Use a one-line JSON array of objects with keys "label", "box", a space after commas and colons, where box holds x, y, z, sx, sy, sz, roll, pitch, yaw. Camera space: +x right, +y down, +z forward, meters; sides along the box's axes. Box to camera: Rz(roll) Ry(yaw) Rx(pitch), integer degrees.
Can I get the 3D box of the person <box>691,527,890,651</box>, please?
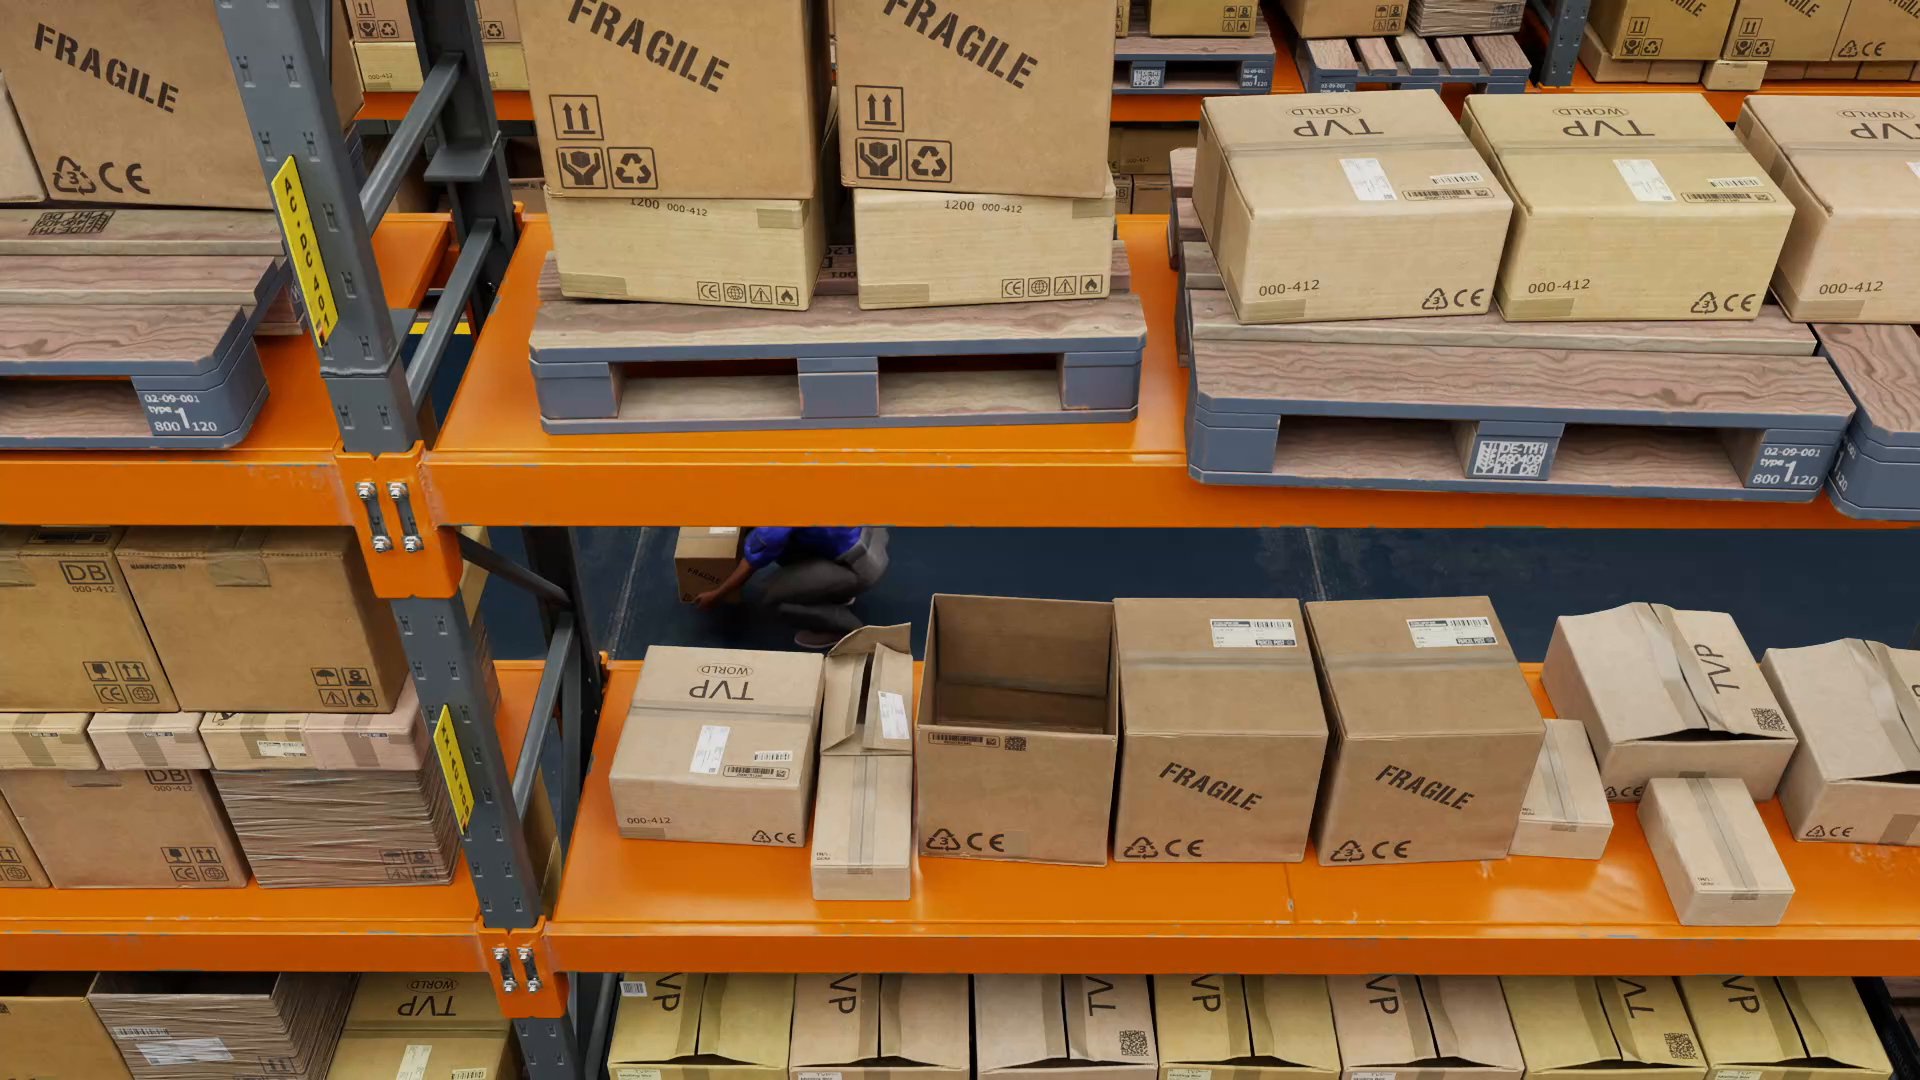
[{"label": "person", "box": [-0.695, -0.013, 6.760, 0.812, 0.926, 0.504, 0, 40, 0]}]
